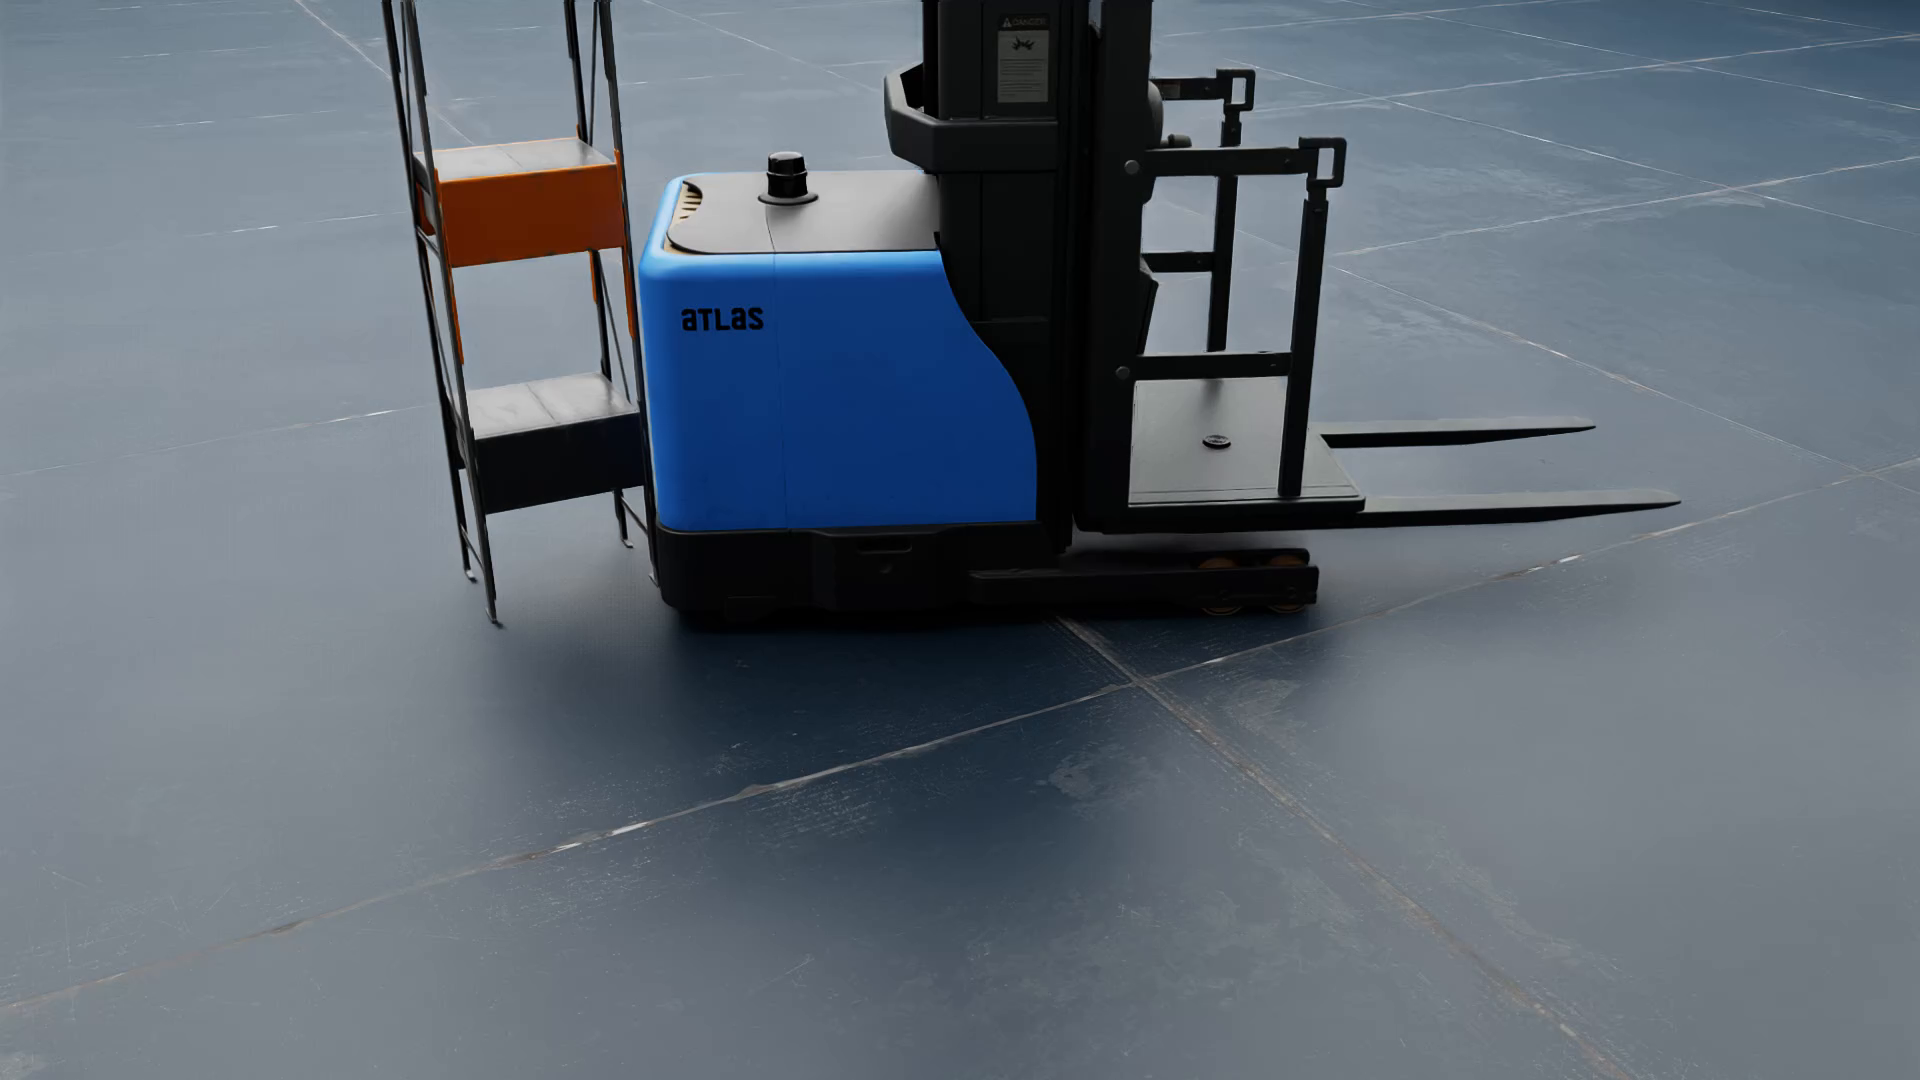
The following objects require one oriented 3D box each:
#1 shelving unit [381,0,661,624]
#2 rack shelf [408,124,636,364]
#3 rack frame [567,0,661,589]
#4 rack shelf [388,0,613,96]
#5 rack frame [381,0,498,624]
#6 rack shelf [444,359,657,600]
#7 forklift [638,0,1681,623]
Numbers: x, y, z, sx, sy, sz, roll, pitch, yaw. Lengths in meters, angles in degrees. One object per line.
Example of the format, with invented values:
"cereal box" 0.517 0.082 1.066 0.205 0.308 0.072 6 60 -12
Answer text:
"shelving unit" -1.203 -0.836 4.559 0.503 2.100 0.431 -12 28 -24
"rack shelf" -1.203 -0.824 4.565 0.480 0.518 0.431 -12 28 -24
"rack frame" -0.985 -0.883 4.657 0.015 2.100 0.400 -12 28 -24
"rack shelf" -1.207 -1.458 4.269 0.480 0.518 0.431 -12 28 -24
"rack frame" -1.421 -0.789 4.460 0.015 2.100 0.400 -12 28 -24
"rack shelf" -1.199 -0.189 4.860 0.480 0.518 0.431 -12 28 -24
"forklift" 0.626 -1.329 4.632 3.031 2.935 1.130 -2 26 -4
